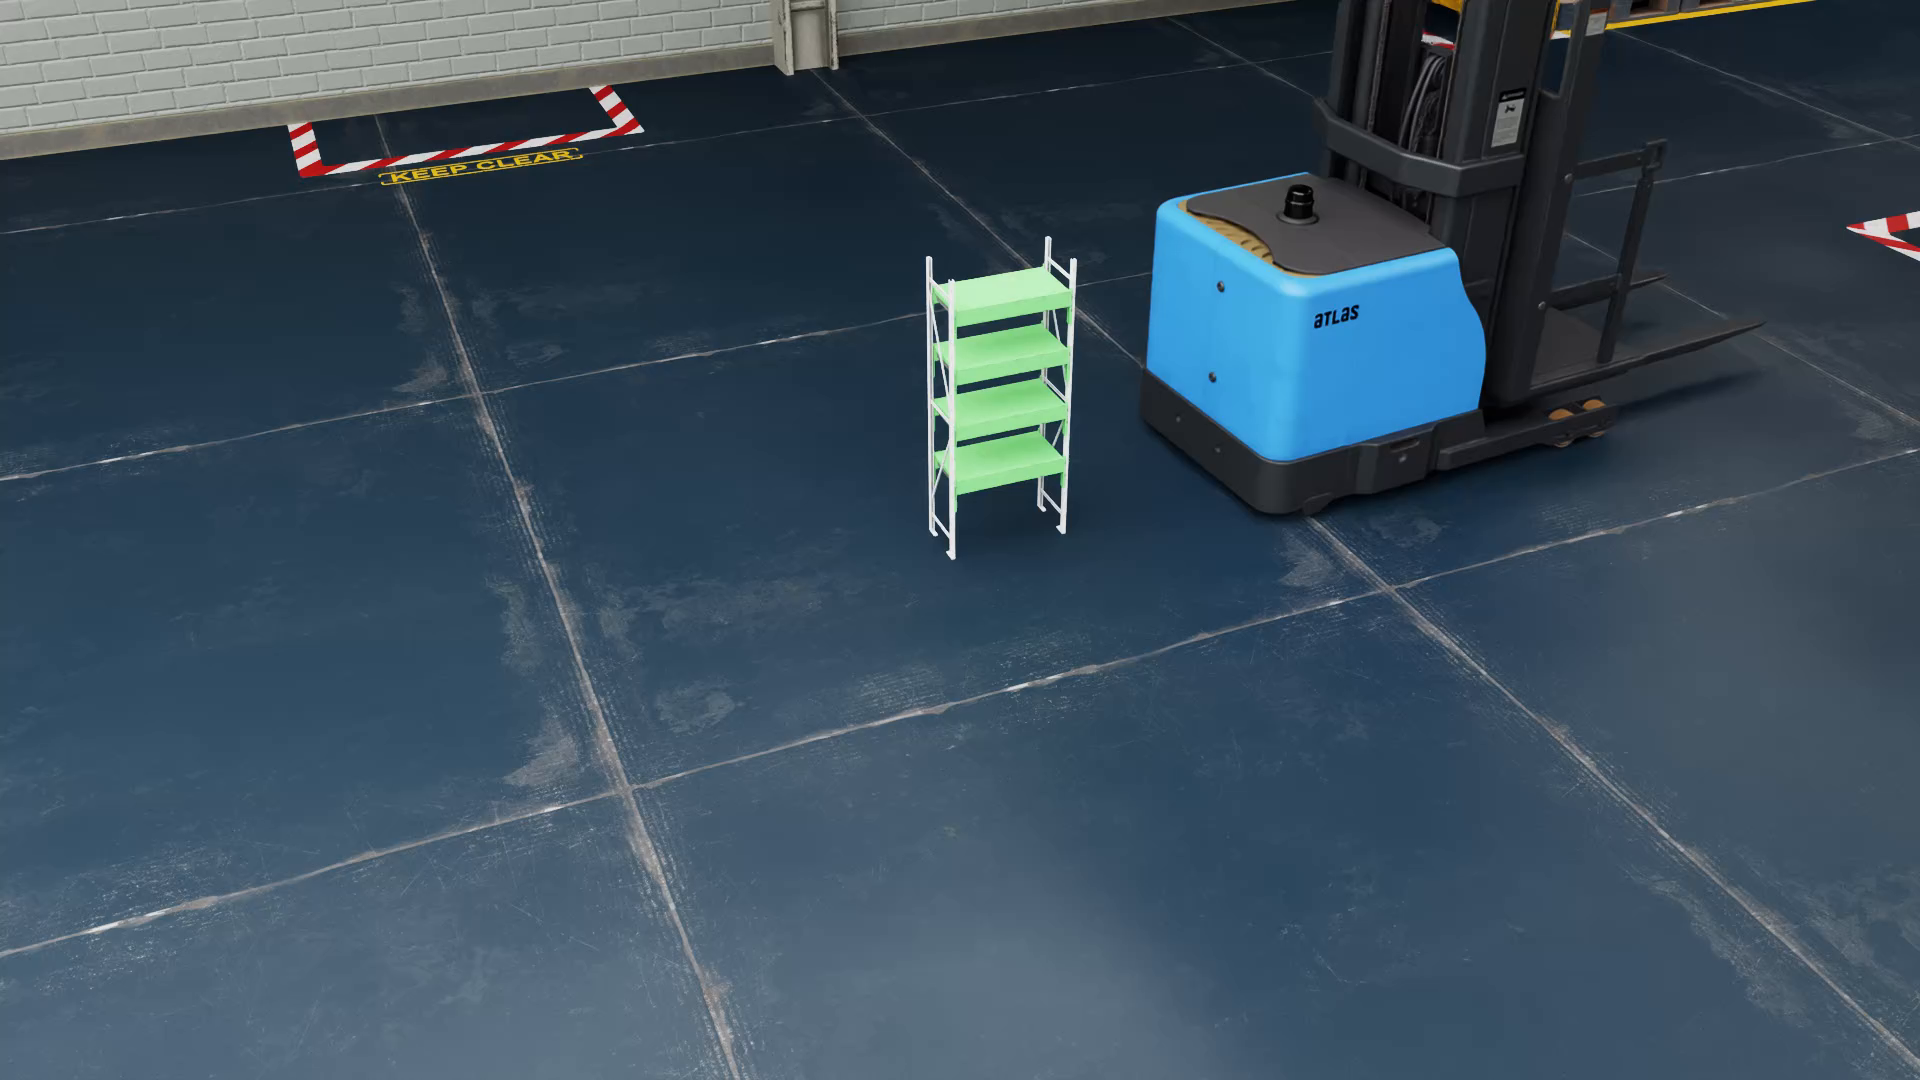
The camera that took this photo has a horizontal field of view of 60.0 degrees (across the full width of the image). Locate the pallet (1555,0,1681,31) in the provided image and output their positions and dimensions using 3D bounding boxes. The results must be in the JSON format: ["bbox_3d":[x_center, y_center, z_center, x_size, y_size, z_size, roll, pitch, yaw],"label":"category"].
[{"bbox_3d":[4.944,-4.367,13.268,1.213,0.211,1.003,-13,35,-19],"label":"pallet"}]

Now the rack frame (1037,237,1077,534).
[{"bbox_3d":[0.378,-0.589,6.556,0.015,1.200,0.240,-13,35,-19],"label":"rack frame"}]

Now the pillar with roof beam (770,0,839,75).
[{"bbox_3d":[0.556,-5.032,6.232,0.400,9.000,9.100,-13,35,-19],"label":"pillar with roof beam"}]

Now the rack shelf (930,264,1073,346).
[{"bbox_3d":[0.153,-0.887,6.250,0.480,0.148,0.258,-13,35,-19],"label":"rack shelf"}]

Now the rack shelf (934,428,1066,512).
[{"bbox_3d":[0.153,-0.283,6.642,0.480,0.148,0.258,-13,35,-19],"label":"rack shelf"}]

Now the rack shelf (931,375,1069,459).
[{"bbox_3d":[0.153,-0.484,6.511,0.480,0.148,0.258,-13,35,-19],"label":"rack shelf"}]

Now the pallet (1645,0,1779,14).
[{"bbox_3d":[6.067,-4.622,13.660,1.213,0.211,1.003,-13,35,-19],"label":"pallet"}]

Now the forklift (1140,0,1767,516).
[{"bbox_3d":[2.361,-1.881,6.954,3.031,2.935,1.130,-15,36,-22],"label":"forklift"}]

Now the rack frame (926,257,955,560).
[{"bbox_3d":[-0.072,-0.486,6.397,0.015,1.200,0.240,-13,35,-19],"label":"rack frame"}]

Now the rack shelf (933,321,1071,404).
[{"bbox_3d":[0.153,-0.685,6.380,0.480,0.148,0.258,-13,35,-19],"label":"rack shelf"}]

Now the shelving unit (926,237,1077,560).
[{"bbox_3d":[0.153,-0.538,6.476,0.503,1.200,0.258,-13,35,-19],"label":"shelving unit"}]

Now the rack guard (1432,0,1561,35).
[{"bbox_3d":[4.182,-4.334,12.953,0.348,0.500,1.175,-13,35,-19],"label":"rack guard"}]
